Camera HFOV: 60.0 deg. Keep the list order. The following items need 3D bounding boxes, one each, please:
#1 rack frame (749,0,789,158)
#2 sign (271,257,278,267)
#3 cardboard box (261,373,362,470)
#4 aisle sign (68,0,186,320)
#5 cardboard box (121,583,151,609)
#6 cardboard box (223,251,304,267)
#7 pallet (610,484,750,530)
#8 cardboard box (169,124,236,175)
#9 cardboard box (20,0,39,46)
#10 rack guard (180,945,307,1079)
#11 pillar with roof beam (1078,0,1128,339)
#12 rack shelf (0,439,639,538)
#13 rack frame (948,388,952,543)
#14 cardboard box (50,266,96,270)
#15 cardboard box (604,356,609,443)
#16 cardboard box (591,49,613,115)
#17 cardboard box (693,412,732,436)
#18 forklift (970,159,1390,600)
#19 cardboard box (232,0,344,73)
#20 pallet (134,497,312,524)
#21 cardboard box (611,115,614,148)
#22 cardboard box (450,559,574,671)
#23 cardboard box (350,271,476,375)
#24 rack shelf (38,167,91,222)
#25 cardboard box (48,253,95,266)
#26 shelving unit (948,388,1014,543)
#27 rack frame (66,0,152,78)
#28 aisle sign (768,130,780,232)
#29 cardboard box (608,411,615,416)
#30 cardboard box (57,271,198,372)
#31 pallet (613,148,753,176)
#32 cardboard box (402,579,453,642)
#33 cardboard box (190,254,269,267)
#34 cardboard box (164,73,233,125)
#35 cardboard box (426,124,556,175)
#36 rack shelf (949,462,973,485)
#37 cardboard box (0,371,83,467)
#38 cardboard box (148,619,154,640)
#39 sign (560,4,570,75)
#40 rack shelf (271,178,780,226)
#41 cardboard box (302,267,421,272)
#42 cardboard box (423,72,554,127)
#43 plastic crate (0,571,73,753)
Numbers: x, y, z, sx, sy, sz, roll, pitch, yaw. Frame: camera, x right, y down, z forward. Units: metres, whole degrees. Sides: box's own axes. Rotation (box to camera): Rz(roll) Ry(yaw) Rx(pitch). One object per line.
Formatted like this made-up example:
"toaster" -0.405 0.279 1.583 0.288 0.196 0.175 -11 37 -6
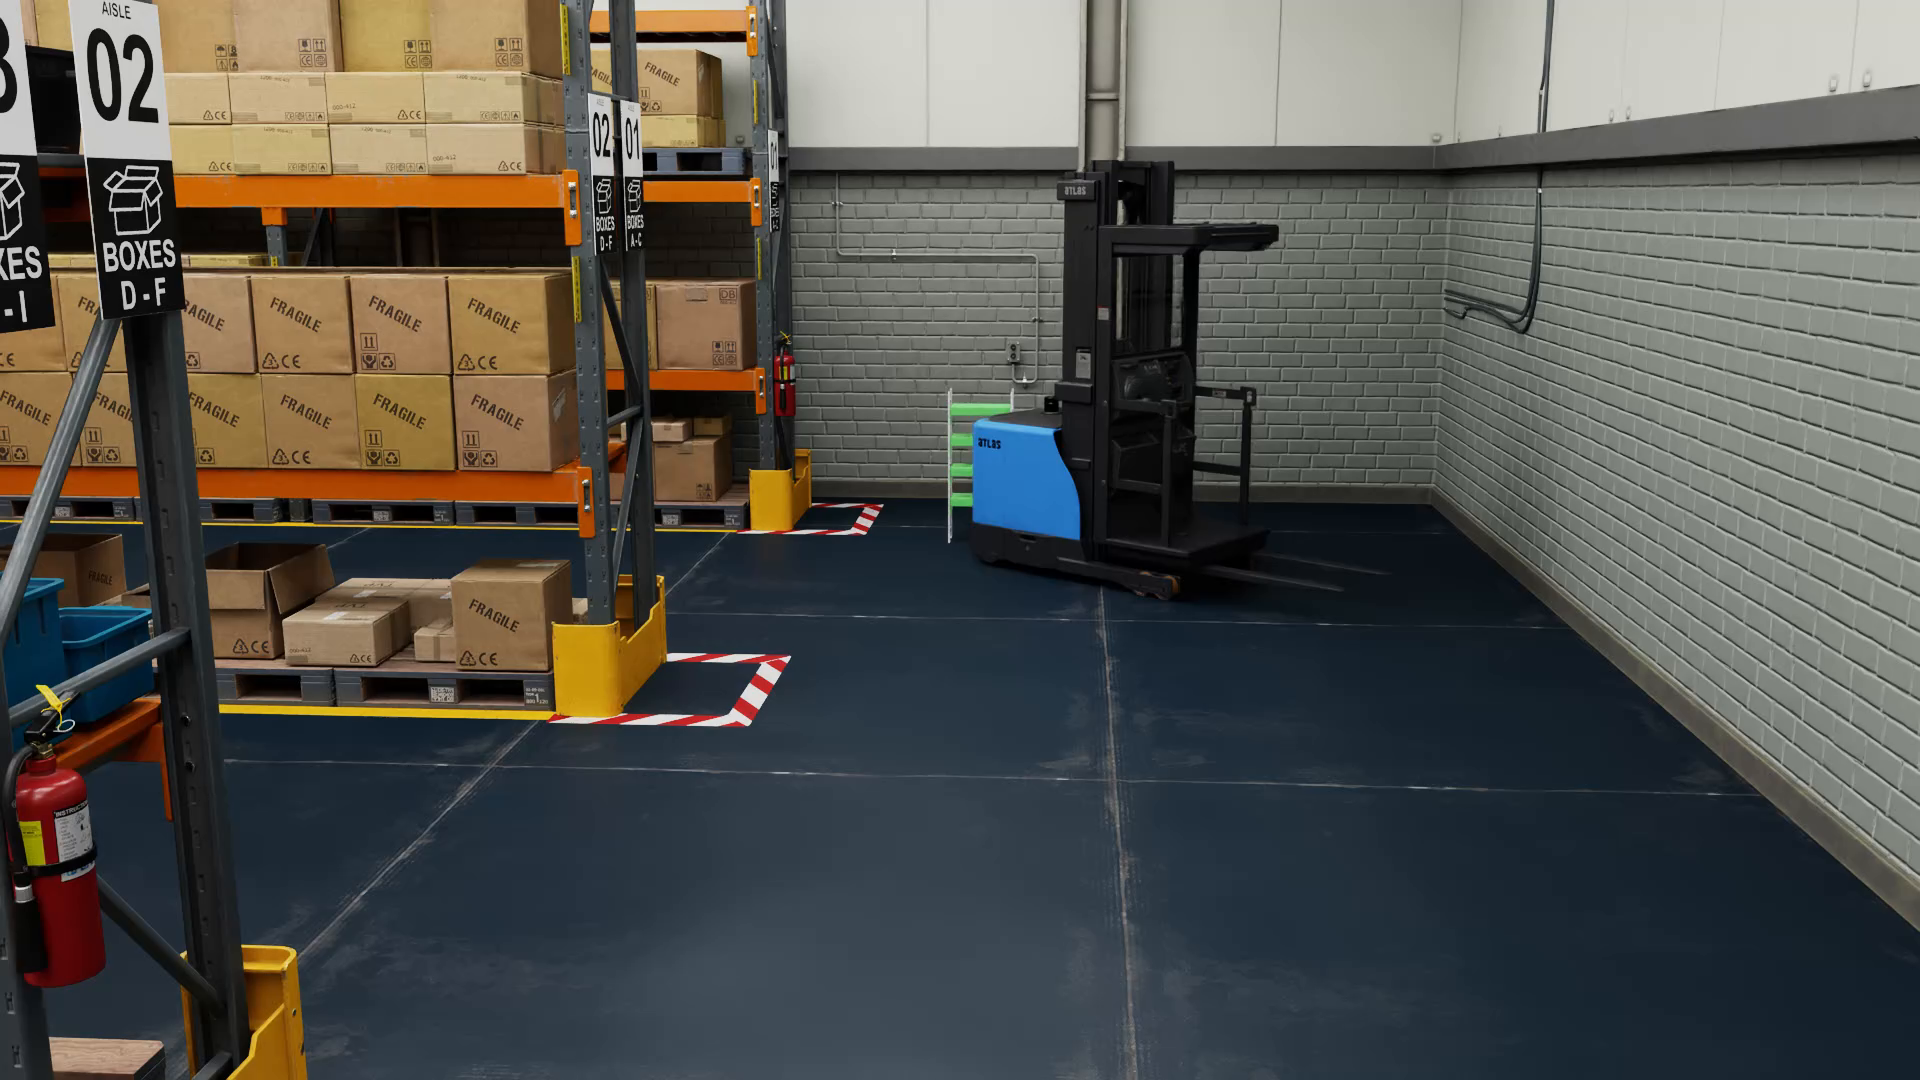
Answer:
"rack frame" -1.541 -4.598 13.273 0.127 3.000 1.000 1 12 4
"sign" -5.558 -2.134 13.508 0.005 0.325 0.100 1 12 4
"cardboard box" -3.348 -0.664 8.871 0.500 0.500 0.500 1 12 4
"aisle sign" -2.111 -0.970 4.231 0.004 0.787 0.394 1 12 4
"cardboard box" -4.523 0.356 9.731 0.500 0.311 0.500 1 12 4
"cardboard box" -5.973 -2.348 14.314 0.500 0.250 0.500 1 12 6
"pallet" -2.344 -0.292 14.148 1.213 0.211 1.003 1 12 4
"cardboard box" -3.894 -2.021 8.645 0.500 0.250 0.500 1 12 4
"cardboard box" -4.882 -2.677 8.725 0.500 0.500 0.700 1 12 4
"rack guard" -2.178 1.583 4.479 0.348 0.500 1.175 1 12 4
"pillar with roof beam" 0.923 -3.859 9.737 0.400 9.000 9.100 1 12 4
"rack shelf" -3.864 -0.325 9.253 4.000 0.370 1.077 1 12 4
"rack frame" -0.078 -0.588 13.150 0.015 1.200 0.240 1 12 4
"cardboard box" -4.826 -1.282 9.387 0.500 0.500 0.500 1 12 3
"cardboard box" -2.293 -0.759 9.325 0.500 0.500 0.500 1 12 5
"cardboard box" -2.788 -3.642 13.290 0.500 0.500 0.500 1 12 5
"cardboard box" -2.108 -0.990 14.169 0.250 0.149 0.380 1 12 4
"forklift" 1.521 -1.147 11.591 3.031 2.935 1.130 10 16 40
"cardboard box" -3.381 -2.669 8.690 0.500 0.500 0.700 1 12 4
"pallet" -6.307 -0.347 14.411 1.213 0.211 1.003 1 12 4
"cardboard box" -2.809 -3.274 13.364 0.500 0.250 0.500 0 12 2
"cardboard box" -2.427 0.401 9.055 0.500 0.500 0.500 1 12 4
"cardboard box" -2.835 -1.145 8.729 0.500 0.500 0.500 1 12 5
"rack shelf" -4.198 -0.781 4.109 4.000 0.370 1.077 1 12 4
"cardboard box" -7.542 -2.265 13.919 0.500 0.250 0.500 1 12 3
"shelving unit" 0.165 -0.585 13.134 0.503 1.200 0.258 1 12 4
"rack frame" -2.203 -2.574 3.597 0.127 3.000 1.000 1 12 4
"aisle sign" -1.489 -2.872 13.323 0.004 0.787 0.394 1 12 4
"cardboard box" -3.117 -1.003 14.234 0.250 0.149 0.380 1 12 5
"cardboard box" -4.380 -1.165 8.825 0.500 0.500 0.500 0 12 2
"pallet" -2.282 -3.095 13.627 1.213 0.211 1.003 1 12 4
"cardboard box" -2.890 0.408 9.631 0.500 0.250 0.500 1 12 4
"cardboard box" -6.015 -2.242 13.810 0.500 0.250 0.500 1 12 5
"cardboard box" -3.895 -2.264 8.586 0.500 0.250 0.500 1 12 4
"cardboard box" -2.398 -1.998 8.533 0.500 0.250 0.500 1 12 4
"rack shelf" 0.165 -0.522 13.147 0.480 0.148 0.258 1 12 4
"cardboard box" -4.858 -0.685 8.970 0.500 0.500 0.500 1 12 5
"cardboard box" -4.591 0.527 9.270 0.250 0.166 0.380 1 12 4
"sign" -1.925 -2.438 8.110 0.005 0.325 0.100 1 12 4
"rack shelf" -3.536 -2.805 13.784 4.000 0.370 1.077 1 12 4
"cardboard box" -3.314 -1.262 9.287 0.500 0.500 0.500 1 12 5
"cardboard box" -2.398 -2.244 8.490 0.500 0.250 0.500 1 12 4
"plastic crate" -2.549 0.349 4.041 0.499 0.435 0.616 1 12 4
